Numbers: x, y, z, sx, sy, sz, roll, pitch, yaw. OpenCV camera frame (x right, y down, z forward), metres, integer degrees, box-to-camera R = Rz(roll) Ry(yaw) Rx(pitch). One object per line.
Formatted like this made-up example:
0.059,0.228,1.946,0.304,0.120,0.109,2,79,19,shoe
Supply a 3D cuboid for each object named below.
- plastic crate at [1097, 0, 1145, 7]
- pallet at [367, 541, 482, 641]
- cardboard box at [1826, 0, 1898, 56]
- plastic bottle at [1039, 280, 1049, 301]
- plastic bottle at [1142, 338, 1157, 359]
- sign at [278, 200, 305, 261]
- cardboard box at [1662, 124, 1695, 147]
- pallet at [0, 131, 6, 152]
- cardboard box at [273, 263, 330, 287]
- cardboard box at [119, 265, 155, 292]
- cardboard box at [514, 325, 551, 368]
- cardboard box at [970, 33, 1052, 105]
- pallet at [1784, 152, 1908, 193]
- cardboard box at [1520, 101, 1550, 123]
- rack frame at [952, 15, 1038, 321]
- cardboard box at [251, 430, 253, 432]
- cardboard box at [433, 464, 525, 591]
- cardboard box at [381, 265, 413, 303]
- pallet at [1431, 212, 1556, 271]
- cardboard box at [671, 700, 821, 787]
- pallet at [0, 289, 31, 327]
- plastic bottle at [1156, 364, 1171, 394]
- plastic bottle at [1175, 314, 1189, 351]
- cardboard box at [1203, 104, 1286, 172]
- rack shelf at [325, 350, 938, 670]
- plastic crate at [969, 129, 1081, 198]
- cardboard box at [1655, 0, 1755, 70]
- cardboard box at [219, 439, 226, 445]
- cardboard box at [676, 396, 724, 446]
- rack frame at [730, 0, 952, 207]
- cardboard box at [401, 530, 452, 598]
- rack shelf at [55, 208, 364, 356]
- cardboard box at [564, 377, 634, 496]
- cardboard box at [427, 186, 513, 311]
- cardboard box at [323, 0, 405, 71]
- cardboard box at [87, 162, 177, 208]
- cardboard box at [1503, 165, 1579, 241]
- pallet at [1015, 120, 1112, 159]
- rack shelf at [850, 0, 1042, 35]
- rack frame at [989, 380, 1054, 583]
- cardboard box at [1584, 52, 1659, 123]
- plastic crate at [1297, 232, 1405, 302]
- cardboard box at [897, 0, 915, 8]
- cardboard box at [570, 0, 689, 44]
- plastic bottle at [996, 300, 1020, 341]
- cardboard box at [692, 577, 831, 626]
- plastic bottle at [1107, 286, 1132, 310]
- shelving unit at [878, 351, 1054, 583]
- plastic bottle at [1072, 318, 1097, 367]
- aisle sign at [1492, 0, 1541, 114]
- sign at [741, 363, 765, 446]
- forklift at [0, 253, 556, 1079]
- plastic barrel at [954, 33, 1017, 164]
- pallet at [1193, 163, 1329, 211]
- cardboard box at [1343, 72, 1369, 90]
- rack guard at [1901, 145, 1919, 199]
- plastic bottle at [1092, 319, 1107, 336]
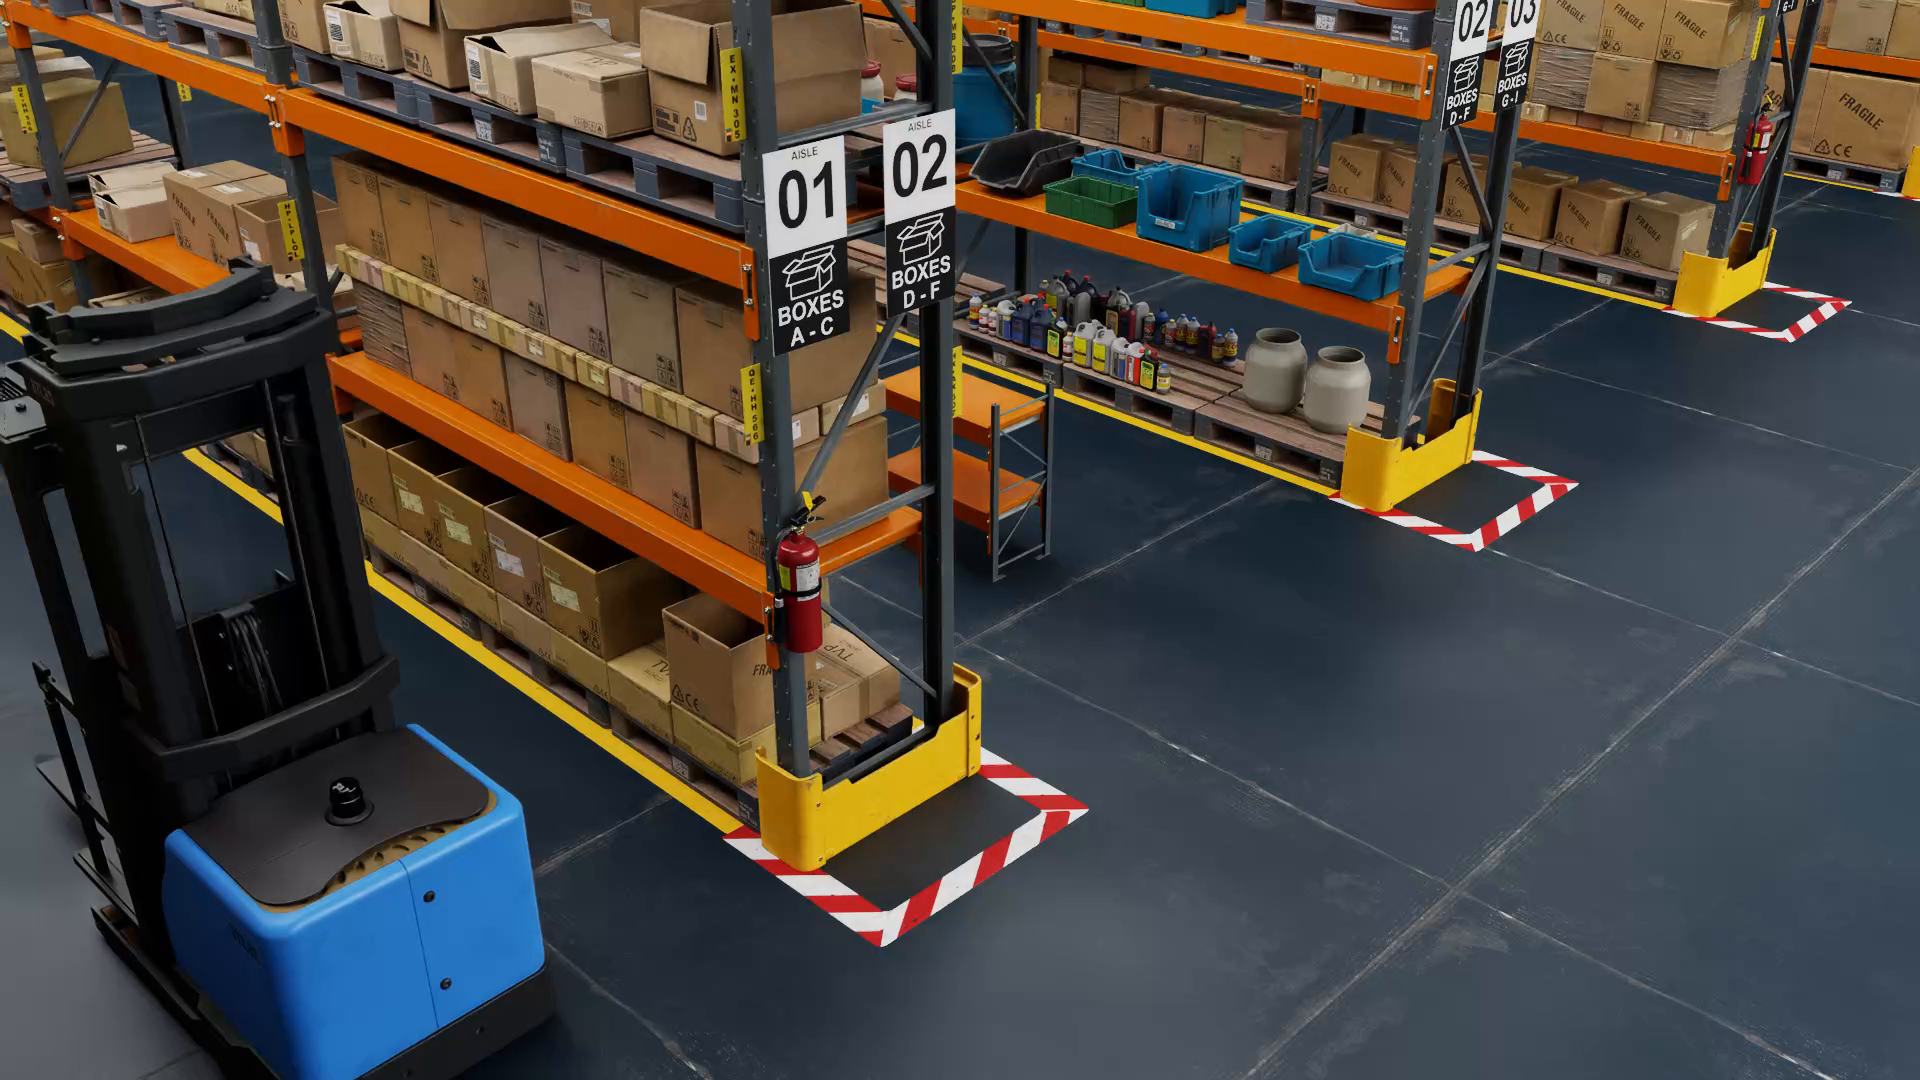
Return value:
1.136,-3.666,11.003,0.450,0.188,0.336,25,36,38,plastic crate
-2.736,0.113,9.808,1.213,0.211,1.003,25,36,38,pallet
9.372,-5.333,17.009,0.550,0.550,0.875,25,36,38,cardboard box
0.679,-1.978,13.323,0.097,0.201,0.097,0,28,0,plastic bottle
1.351,-1.305,11.955,0.133,0.283,0.061,25,36,38,plastic bottle
-3.647,-1.689,9.079,0.005,0.325,0.100,25,36,38,sign
6.001,-3.371,13.707,0.250,0.149,0.380,25,36,38,cardboard box
-7.516,-3.248,13.410,1.213,0.211,1.003,25,36,38,pallet
-4.029,-1.561,10.140,0.258,0.266,0.396,24,36,37,cardboard box
-6.250,-2.031,13.103,0.500,0.500,0.500,-23,36,-37,cardboard box
-1.935,-0.987,8.101,0.250,0.149,0.380,24,36,38,cardboard box
0.344,-5.463,19.249,0.875,0.875,1.225,23,35,36,cardboard box
9.451,-3.989,17.610,1.213,0.211,1.003,25,36,38,pallet
5.035,-3.744,14.416,0.250,0.149,0.380,25,36,38,cardboard box
0.202,-3.037,12.803,0.127,3.000,1.000,25,36,38,rack frame
-4.493,-0.980,10.791,0.500,0.311,0.500,24,36,38,cardboard box
-2.449,-0.114,8.941,0.500,0.500,0.500,25,36,38,cardboard box
-2.854,-1.408,8.901,0.250,0.149,0.380,23,36,37,cardboard box
5.052,-2.841,15.426,1.213,0.211,1.003,25,36,38,pallet
-1.011,0.865,7.885,0.500,0.250,0.500,25,36,38,cardboard box
-7.498,-2.120,14.054,1.213,0.211,1.003,25,36,38,pallet
1.437,-1.142,11.733,0.097,0.201,0.097,0,28,0,plastic bottle
1.664,-1.559,12.450,0.097,0.271,0.097,0,28,0,plastic bottle
2.925,-4.139,17.111,0.500,0.500,0.700,24,36,38,cardboard box
-1.848,-0.423,8.605,4.000,0.370,1.077,25,36,38,rack shelf
0.486,-2.797,12.412,0.504,0.338,0.767,25,36,38,plastic crate
5.961,-4.092,13.307,0.500,0.500,0.500,25,36,38,cardboard box
-4.859,-0.901,11.244,0.500,0.250,0.500,-24,36,-38,cardboard box
-1.015,-0.567,7.301,0.380,0.149,0.250,-24,36,-38,cardboard box
-0.421,-2.745,5.801,0.127,3.000,1.000,25,36,38,rack frame
-2.803,0.053,9.429,0.500,0.250,0.500,25,36,38,cardboard box
-4.700,-1.729,11.087,4.000,0.370,1.077,25,36,38,rack shelf
-1.473,-0.624,8.106,0.500,0.500,0.700,25,37,39,cardboard box
-2.235,-1.542,8.458,0.500,0.500,0.700,25,36,38,cardboard box
-2.714,-2.502,8.057,0.500,0.311,0.500,22,35,36,cardboard box
-5.897,-2.527,11.929,0.500,0.311,0.500,-23,35,-36,cardboard box
5.210,-3.059,15.079,0.500,0.500,0.500,-21,34,-35,cardboard box
1.378,-4.496,18.574,1.213,0.211,1.003,25,36,38,pallet
-0.604,-6.320,19.820,4.000,0.370,1.077,25,36,38,rack shelf
0.358,-0.334,9.677,0.032,1.125,0.500,25,36,38,rack frame
5.713,-3.863,13.947,0.500,0.500,0.875,25,36,38,cardboard box
2.487,-1.730,10.477,0.616,0.251,0.499,25,36,38,plastic crate
-0.428,-6.442,19.171,0.500,0.500,0.500,23,36,37,cardboard box
-1.414,-2.342,7.548,0.500,0.500,0.500,25,36,38,cardboard box
0.371,-1.680,12.677,0.152,0.276,0.135,-24,36,-37,plastic bottle
-1.006,0.199,8.347,0.500,0.500,0.500,25,36,38,cardboard box
1.230,-1.777,12.780,0.185,0.351,0.144,24,36,38,plastic bottle
-0.005,-0.500,9.992,1.048,1.125,0.538,25,36,38,shelving unit
0.924,-1.458,12.173,0.185,0.351,0.144,24,36,38,plastic bottle
3.311,-2.956,9.856,0.004,0.787,0.394,25,36,38,aisle sign
-0.812,-0.531,6.538,0.005,0.325,0.100,25,36,38,sign
-3.012,0.306,6.519,3.031,2.935,1.130,24,36,38,forklift
0.139,-3.486,13.117,0.708,0.901,0.600,25,36,38,plastic barrel
3.118,-3.700,17.060,1.213,0.211,1.003,25,36,38,pallet
3.786,-4.314,15.501,0.250,0.149,0.380,25,36,38,cardboard box
10.093,-3.874,17.081,0.348,0.500,1.175,25,36,38,rack guard
1.010,-1.482,12.300,0.135,0.276,0.152,25,36,38,plastic bottle
